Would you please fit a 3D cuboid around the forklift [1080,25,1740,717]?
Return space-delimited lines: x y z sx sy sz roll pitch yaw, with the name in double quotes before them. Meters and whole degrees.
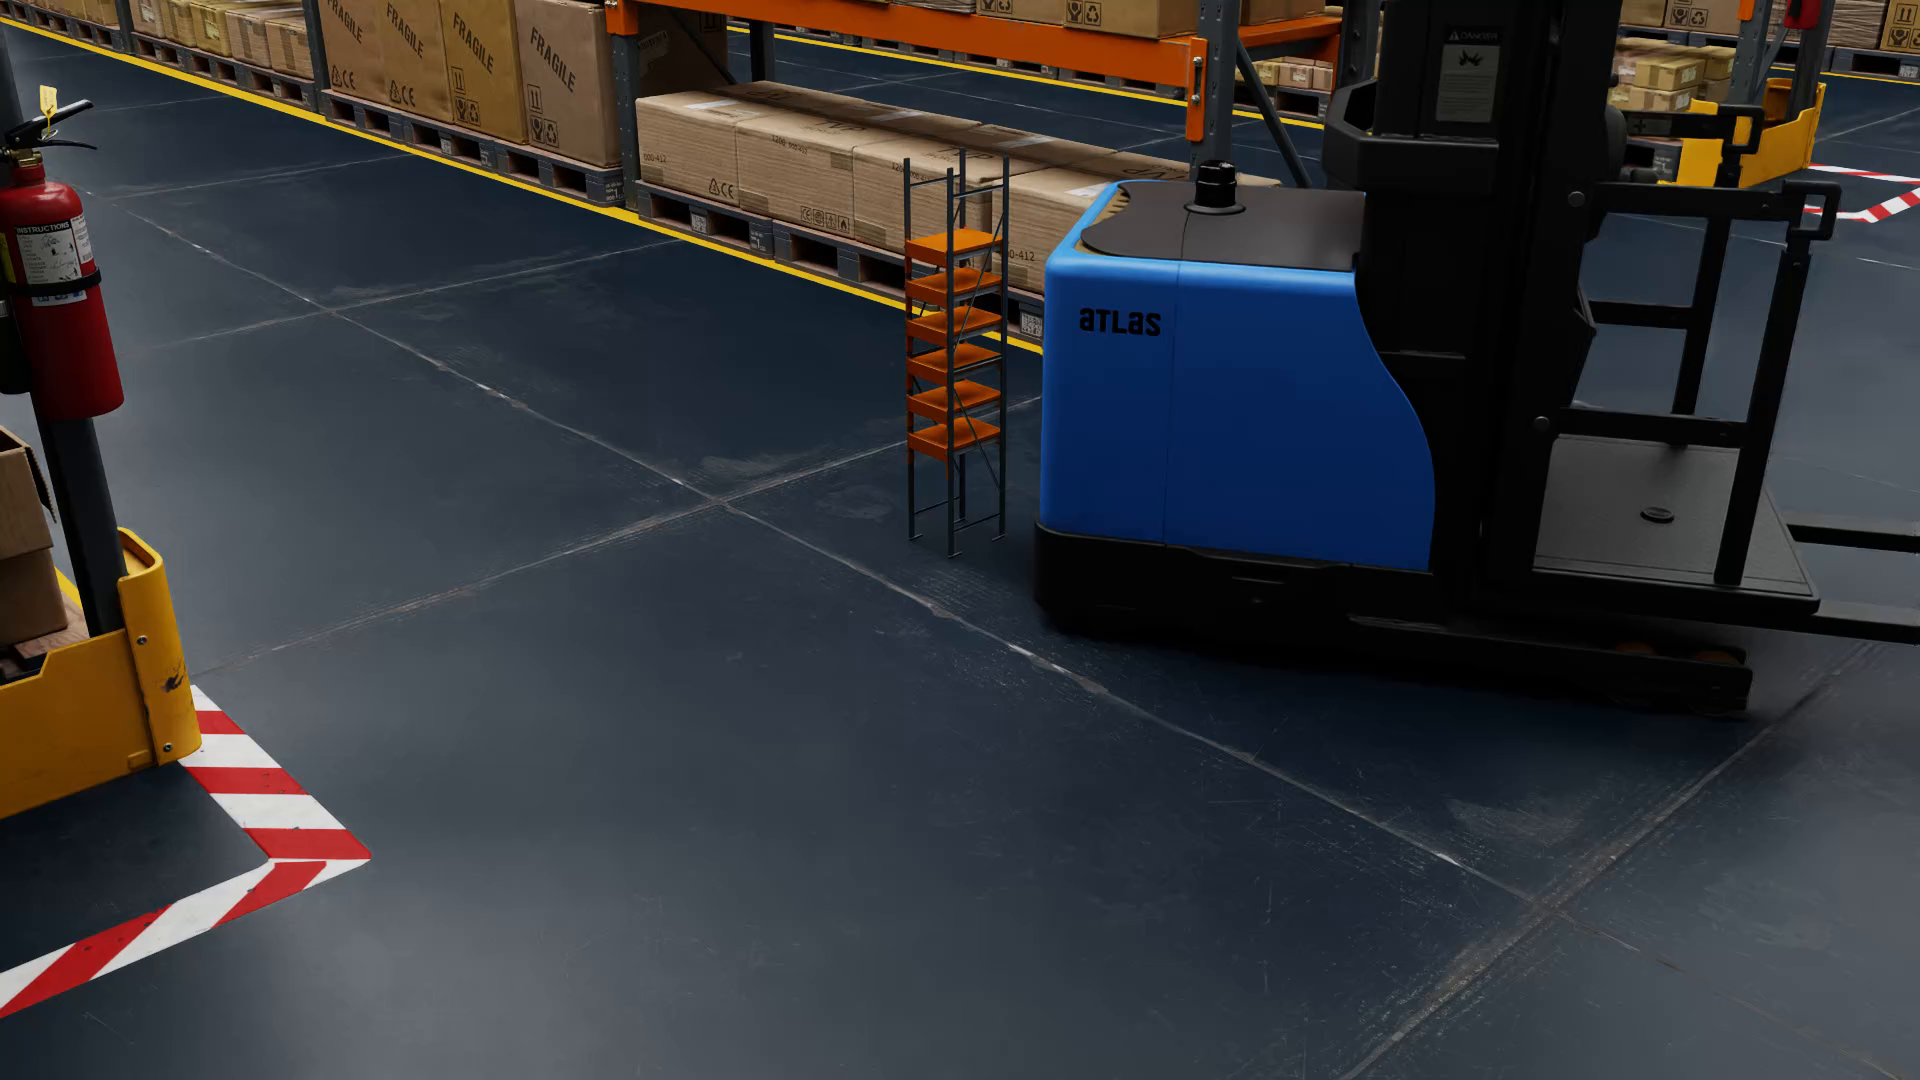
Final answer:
"forklift" 9.455 -9.129 14.420 11.285 9.000 29.450 6 25 13

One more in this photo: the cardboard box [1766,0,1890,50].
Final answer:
"cardboard box" 7.387 -4.604 13.783 0.875 0.875 0.875 -21 32 -38

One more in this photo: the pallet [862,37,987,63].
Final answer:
"pallet" -0.119 -4.475 14.804 1.003 0.211 1.213 -21 32 -38

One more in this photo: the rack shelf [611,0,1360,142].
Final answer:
"rack shelf" -0.096 -2.400 7.765 1.077 0.370 4.000 -21 32 -38

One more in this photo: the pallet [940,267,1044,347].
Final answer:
"pallet" 0.668 -1.073 7.348 1.003 0.211 1.213 -21 32 -38

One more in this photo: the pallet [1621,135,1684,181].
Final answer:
"pallet" 4.234 -2.567 10.623 1.003 0.211 1.213 -21 32 -38

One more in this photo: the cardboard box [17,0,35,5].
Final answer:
"cardboard box" -8.972 -5.430 16.345 0.500 0.250 0.500 -20 31 -37

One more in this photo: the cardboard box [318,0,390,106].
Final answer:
"cardboard box" -3.785 -3.537 11.443 0.875 0.875 0.875 -22 32 -39

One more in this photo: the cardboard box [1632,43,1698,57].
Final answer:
"cardboard box" 4.429 -3.026 10.481 0.380 0.149 0.250 -21 32 -38

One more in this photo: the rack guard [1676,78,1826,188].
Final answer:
"rack guard" 4.764 -2.442 10.002 1.175 0.500 0.348 -21 32 -38

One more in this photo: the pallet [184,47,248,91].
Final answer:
"pallet" -5.559 -3.884 13.509 1.003 0.211 1.213 -21 32 -38

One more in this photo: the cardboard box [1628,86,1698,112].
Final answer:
"cardboard box" 4.247 -2.665 10.048 0.380 0.149 0.250 -22 33 -40

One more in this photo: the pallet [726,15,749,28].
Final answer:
"pallet" -1.966 -5.341 16.704 1.003 0.211 1.213 -21 32 -38

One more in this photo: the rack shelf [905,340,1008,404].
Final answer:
"rack shelf" -0.010 -0.510 5.029 0.258 0.103 0.180 -21 32 -38

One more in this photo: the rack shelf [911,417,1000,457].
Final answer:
"rack shelf" -0.010 -0.316 5.117 0.221 0.034 0.171 -21 32 -38

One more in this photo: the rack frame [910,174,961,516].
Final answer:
"rack frame" -0.073 -0.578 5.071 0.228 1.046 0.002 -21 32 -38

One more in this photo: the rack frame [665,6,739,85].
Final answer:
"rack frame" -1.465 -3.333 8.941 0.949 2.616 0.053 -21 32 -38

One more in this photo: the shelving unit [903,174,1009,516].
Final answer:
"shelving unit" -0.011 -0.551 5.011 0.258 1.046 0.183 -21 32 -38

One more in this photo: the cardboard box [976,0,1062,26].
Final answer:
"cardboard box" 0.416 -2.395 6.765 0.500 0.500 0.500 -22 33 -39

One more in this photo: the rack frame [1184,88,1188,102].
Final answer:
"rack frame" 2.082 -4.769 12.089 1.000 3.000 0.127 -21 32 -38

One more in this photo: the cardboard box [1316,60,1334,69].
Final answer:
"cardboard box" 2.710 -3.400 11.659 0.250 0.149 0.380 22 32 39

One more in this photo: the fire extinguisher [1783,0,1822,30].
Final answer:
"fire extinguisher" 4.651 -3.145 9.071 0.296 0.674 0.183 -21 32 -38

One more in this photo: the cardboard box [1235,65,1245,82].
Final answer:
"cardboard box" 2.096 -3.461 12.152 0.250 0.149 0.380 22 33 40

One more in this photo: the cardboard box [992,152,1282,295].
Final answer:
"cardboard box" 0.747 -1.319 7.108 0.875 0.438 0.875 22 33 40

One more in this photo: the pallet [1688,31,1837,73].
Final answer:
"pallet" 7.072 -4.254 14.321 1.003 0.211 1.213 -21 32 -38

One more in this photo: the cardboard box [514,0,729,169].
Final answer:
"cardboard box" -1.945 -2.723 9.659 0.875 0.875 0.875 -20 31 -37

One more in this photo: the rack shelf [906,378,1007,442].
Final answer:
"rack shelf" -0.010 -0.401 5.079 0.258 0.103 0.180 -21 32 -38

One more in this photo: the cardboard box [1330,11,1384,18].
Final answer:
"cardboard box" 2.894 -3.760 12.089 0.380 0.149 0.250 -22 32 -39

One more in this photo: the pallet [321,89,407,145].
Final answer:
"pallet" -3.713 -3.017 11.608 1.003 0.211 1.213 -21 32 -38

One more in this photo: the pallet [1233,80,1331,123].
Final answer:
"pallet" 2.566 -3.306 12.243 1.003 0.211 1.213 -21 32 -38

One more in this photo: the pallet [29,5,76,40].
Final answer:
"pallet" -8.254 -5.052 16.070 1.003 0.211 1.213 -21 32 -38

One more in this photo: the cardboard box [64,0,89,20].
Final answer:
"cardboard box" -7.902 -4.959 15.313 0.500 0.250 0.500 -22 33 -40
